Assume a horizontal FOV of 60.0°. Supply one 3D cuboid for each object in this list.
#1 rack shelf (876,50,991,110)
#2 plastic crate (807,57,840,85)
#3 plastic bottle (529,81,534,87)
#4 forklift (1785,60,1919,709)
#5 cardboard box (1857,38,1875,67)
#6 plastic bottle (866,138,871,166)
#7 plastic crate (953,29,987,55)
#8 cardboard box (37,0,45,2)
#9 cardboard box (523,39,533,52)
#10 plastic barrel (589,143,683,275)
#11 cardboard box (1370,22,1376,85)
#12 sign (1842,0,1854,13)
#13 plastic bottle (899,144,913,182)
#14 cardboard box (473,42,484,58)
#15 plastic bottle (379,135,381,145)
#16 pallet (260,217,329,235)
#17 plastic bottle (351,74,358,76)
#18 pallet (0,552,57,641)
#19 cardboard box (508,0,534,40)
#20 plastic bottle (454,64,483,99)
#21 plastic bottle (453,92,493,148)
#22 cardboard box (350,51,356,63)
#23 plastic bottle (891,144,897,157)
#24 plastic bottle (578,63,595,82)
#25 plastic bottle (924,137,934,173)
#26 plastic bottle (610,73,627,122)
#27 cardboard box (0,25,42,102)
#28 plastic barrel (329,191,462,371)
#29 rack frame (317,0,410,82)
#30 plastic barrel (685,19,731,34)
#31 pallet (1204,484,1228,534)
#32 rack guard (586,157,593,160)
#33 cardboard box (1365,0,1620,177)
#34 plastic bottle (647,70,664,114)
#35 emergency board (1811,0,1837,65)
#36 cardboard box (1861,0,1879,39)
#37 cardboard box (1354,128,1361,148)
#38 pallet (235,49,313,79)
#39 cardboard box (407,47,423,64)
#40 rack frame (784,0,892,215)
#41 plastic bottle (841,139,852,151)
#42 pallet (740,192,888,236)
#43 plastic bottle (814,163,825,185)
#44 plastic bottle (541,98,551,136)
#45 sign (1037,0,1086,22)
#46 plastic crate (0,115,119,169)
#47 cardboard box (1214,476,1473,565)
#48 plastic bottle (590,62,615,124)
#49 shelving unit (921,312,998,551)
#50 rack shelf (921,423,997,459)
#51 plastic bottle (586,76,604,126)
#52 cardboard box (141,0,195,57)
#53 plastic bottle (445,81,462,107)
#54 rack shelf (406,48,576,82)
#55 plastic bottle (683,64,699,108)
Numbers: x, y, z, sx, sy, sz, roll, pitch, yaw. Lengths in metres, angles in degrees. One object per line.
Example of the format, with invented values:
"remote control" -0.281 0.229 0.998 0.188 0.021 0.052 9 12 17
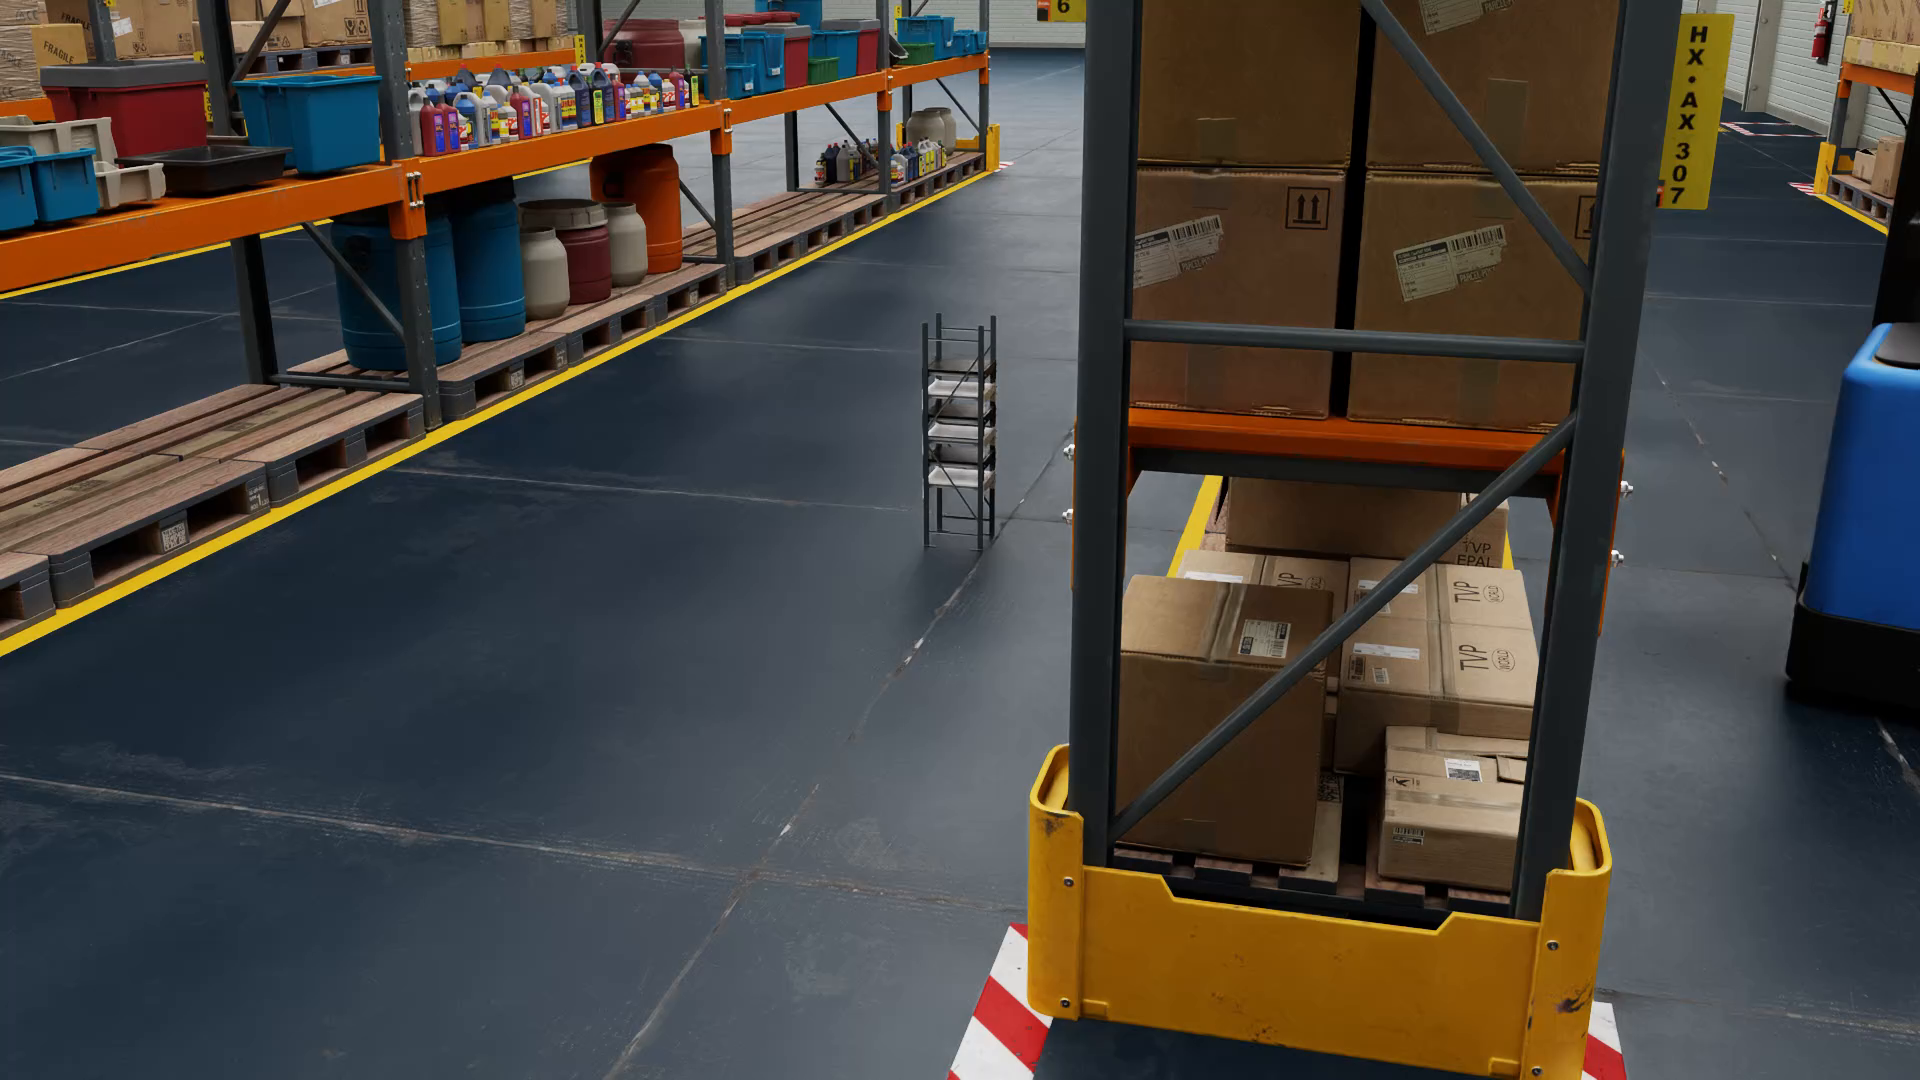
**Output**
"rack shelf" -0.656 -4.806 17.231 1.077 0.370 4.000 5 19 13
"plastic crate" -1.297 -3.851 13.651 0.450 0.188 0.662 5 19 13
"plastic bottle" -2.742 -2.841 10.672 0.097 0.201 0.097 0 19 0
"forklift" 3.826 -1.195 5.652 1.130 2.935 3.031 12 22 31
"cardboard box" 8.899 -4.638 15.827 0.500 0.250 0.500 4 19 12
"plastic bottle" -0.986 -4.083 17.523 0.061 0.283 0.133 5 19 14
"plastic crate" 0.000 -5.523 18.446 0.499 0.251 0.616 5 19 13
"cardboard box" -10.588 -6.211 18.328 0.875 0.550 0.550 5 19 13
"cardboard box" -5.090 -5.627 18.911 0.380 0.149 0.250 5 19 13
"plastic barrel" -2.225 -2.283 11.439 0.600 0.830 0.708 5 19 13
"cardboard box" 1.189 -1.853 5.771 0.500 0.500 0.500 4 19 12
"sign" 8.913 -5.444 16.645 0.100 0.325 0.005 5 19 13
"plastic bottle" -0.545 -3.695 16.282 0.144 0.351 0.185 5 20 15
"cardboard box" -5.322 -5.230 17.746 0.380 0.149 0.250 5 19 13
"plastic bottle" -3.102 -2.178 8.731 0.097 0.201 0.097 0 19 0
"pallet" -6.433 -2.964 15.038 1.003 0.211 1.213 5 19 13
"plastic bottle" -3.192 -2.303 8.866 0.144 0.351 0.185 5 19 13
"pallet" -3.838 0.305 5.467 1.003 0.211 1.213 5 19 13
"cardboard box" -5.301 -5.863 18.598 0.875 0.500 0.500 5 19 13
"plastic bottle" -2.923 -2.648 9.877 0.144 0.351 0.185 5 19 13
"plastic bottle" -2.528 -2.183 8.631 0.152 0.276 0.135 5 19 13
"cardboard box" -6.180 -4.883 16.731 0.380 0.149 0.250 5 19 13
"plastic bottle" -0.685 -3.706 16.315 0.144 0.351 0.185 5 19 13
"plastic bottle" -2.541 -3.097 11.307 0.152 0.276 0.135 5 19 13
"plastic bottle" -0.350 -3.945 17.016 0.144 0.351 0.185 5 20 16
"plastic bottle" -2.087 -2.692 10.109 0.061 0.283 0.133 5 19 13
"cardboard box" -6.933 -3.375 11.772 0.500 0.500 0.500 4 19 13
"plastic barrel" -2.950 -1.387 8.705 0.600 0.901 0.708 5 19 13
"rack frame" -5.948 -4.911 16.425 1.000 3.000 0.127 5 19 13
"plastic barrel" -1.975 -3.790 12.971 0.421 0.512 0.421 0 19 0
"pallet" 1.534 -0.085 6.611 1.003 0.211 1.213 5 19 13
"rack guard" -4.989 -4.958 20.430 1.175 0.500 0.348 5 19 13
"cardboard box" 1.090 -1.005 3.288 0.500 0.500 0.500 5 20 15
"plastic bottle" -1.957 -2.877 10.668 0.097 0.271 0.097 0 19 0
"emergency board" 12.214 -7.356 23.582 0.194 1.169 0.643 5 19 13
"cardboard box" 8.901 -5.005 15.740 0.500 0.500 0.500 5 19 14
"cardboard box" 0.694 -0.738 4.054 0.500 0.500 0.500 5 19 14
"pallet" -6.481 -4.190 14.611 1.003 0.211 1.213 5 19 13
"cardboard box" -5.604 -4.836 16.593 0.380 0.149 0.250 5 19 13
"rack frame" -1.145 -4.520 15.280 1.000 3.000 0.127 5 19 13
"plastic bottle" -1.141 -3.861 16.767 0.144 0.351 0.185 5 19 13
"pallet" -1.299 -2.951 15.001 1.003 0.211 1.213 5 19 13
"plastic bottle" -1.359 -3.542 16.066 0.097 0.201 0.097 0 19 0
"plastic bottle" -2.336 -2.358 9.257 0.097 0.201 0.097 0 19 0
"sign" 0.192 -1.114 3.028 0.100 0.325 0.005 5 19 13
"plastic crate" -3.651 -1.521 6.590 0.437 0.282 0.530 5 19 13
"cardboard box" 1.249 -0.058 5.397 0.797 0.503 0.637 5 19 13
"plastic bottle" -2.166 -2.678 9.962 0.144 0.351 0.185 5 19 13
"shelving unit" -0.002 -0.423 6.535 0.258 0.900 0.210 5 19 13
"rack shelf" -0.002 -0.392 6.545 0.258 0.077 0.200 5 19 13
"plastic bottle" -2.164 -2.592 9.817 0.061 0.283 0.133 5 19 13
"cardboard box" -6.793 -4.259 13.711 0.700 0.500 0.500 8 20 21
"plastic bottle" -2.889 -2.484 9.518 0.097 0.271 0.097 0 19 0
"rack shelf" -5.459 -5.197 18.377 1.077 0.370 4.000 5 19 13
"plastic bottle" -1.807 -3.050 11.158 0.061 0.283 0.133 5 19 13
